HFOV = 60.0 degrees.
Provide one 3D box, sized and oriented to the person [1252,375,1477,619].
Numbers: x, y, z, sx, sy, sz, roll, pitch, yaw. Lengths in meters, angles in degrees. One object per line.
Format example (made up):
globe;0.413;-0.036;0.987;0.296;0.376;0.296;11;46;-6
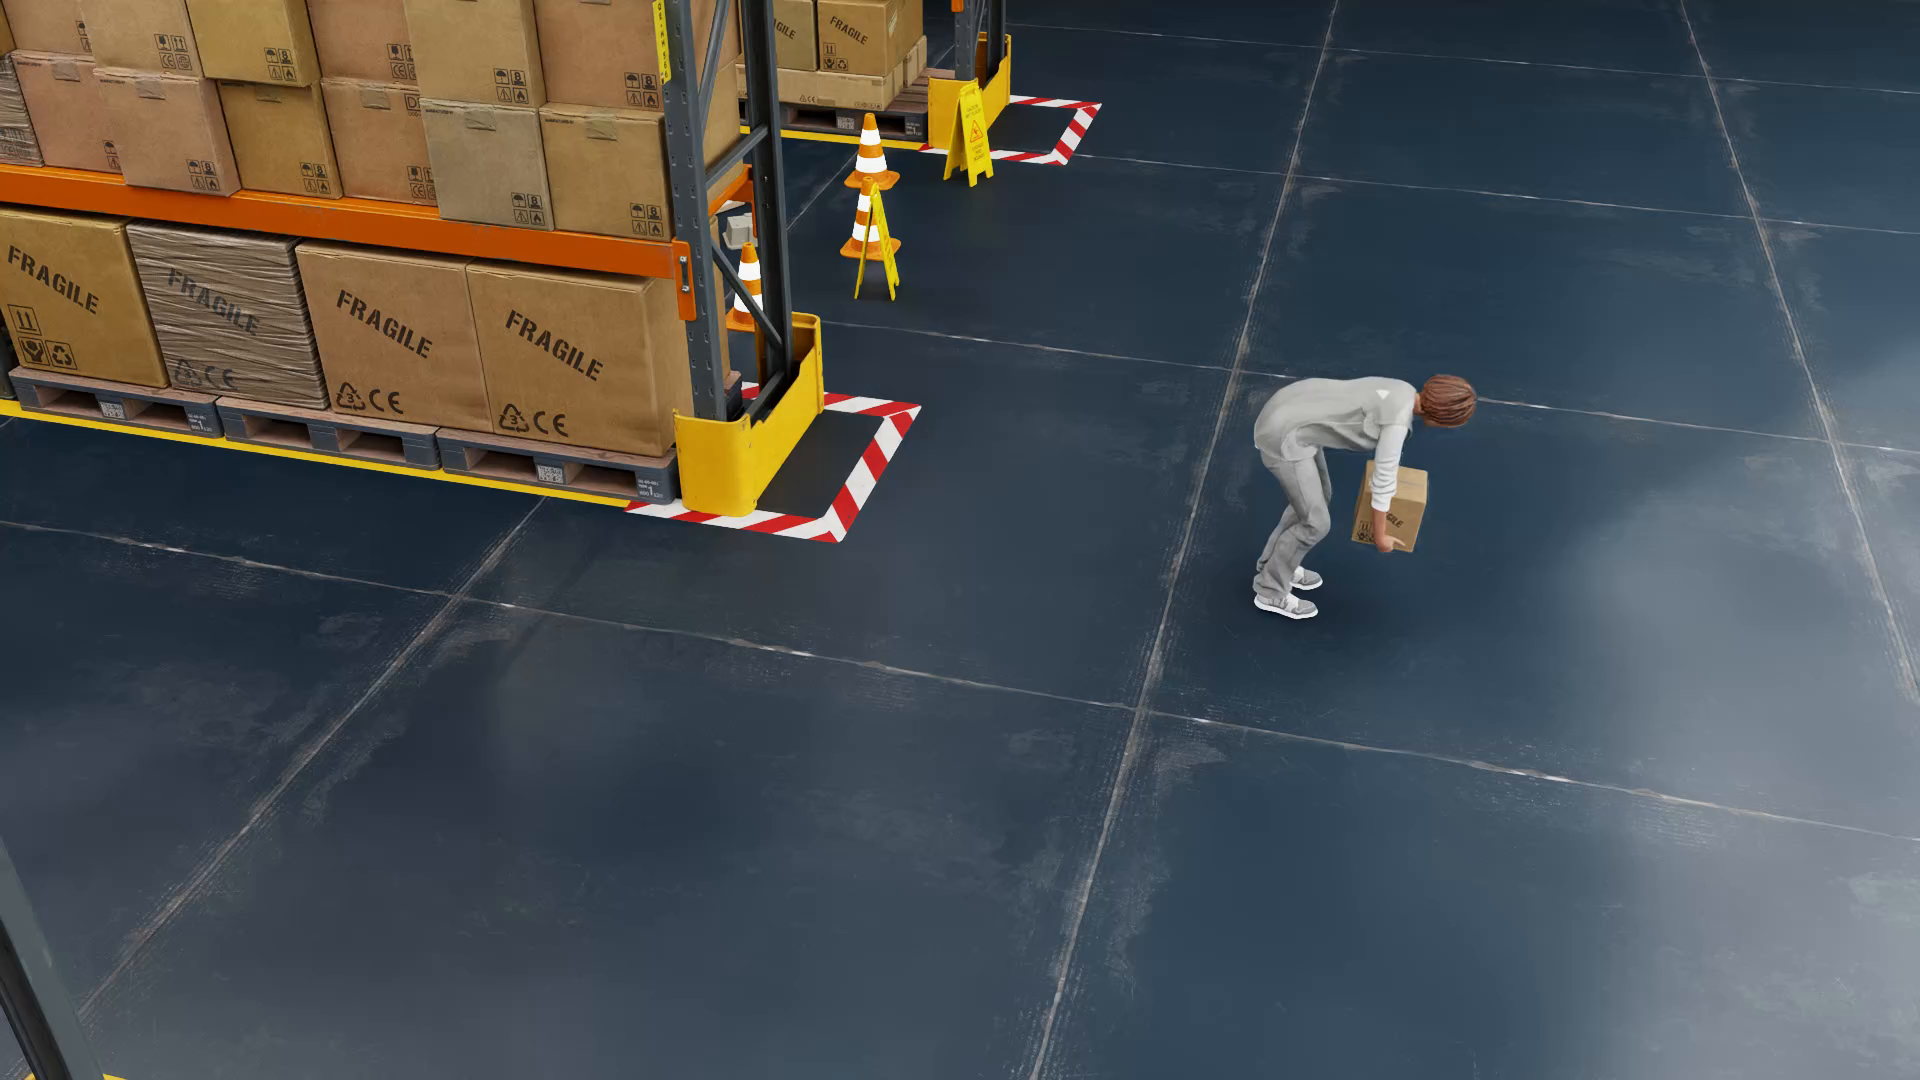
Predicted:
person;1.618;-0.190;6.877;0.848;1.120;0.385;7;34;11
